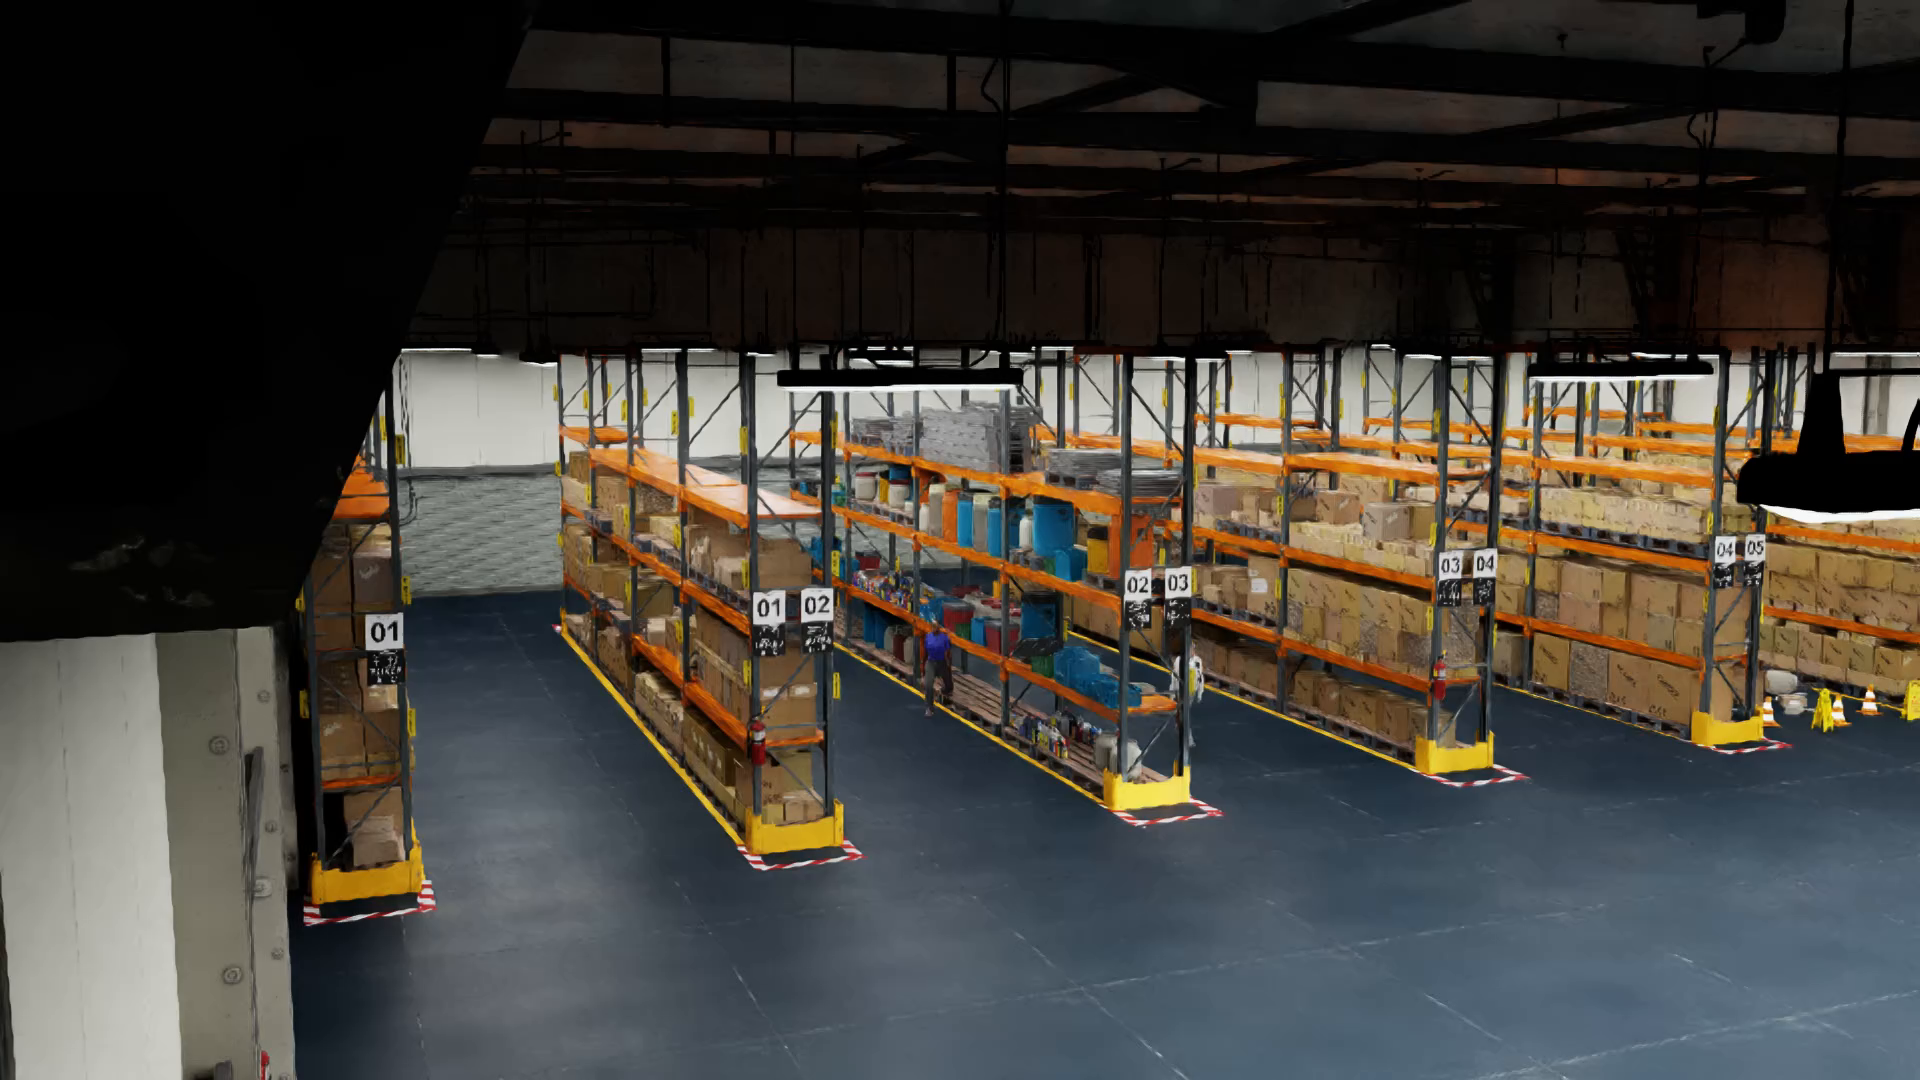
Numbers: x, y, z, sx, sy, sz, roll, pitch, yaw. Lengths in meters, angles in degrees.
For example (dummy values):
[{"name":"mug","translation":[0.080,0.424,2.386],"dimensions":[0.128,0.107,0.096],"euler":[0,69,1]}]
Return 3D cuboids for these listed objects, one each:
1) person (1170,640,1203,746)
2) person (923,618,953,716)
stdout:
[{"name":"person","translation":[3.504,2.290,25.468],"dimensions":[0.493,1.586,1.078],"euler":[-2,8,-19]},{"name":"person","translation":[-0.363,2.060,27.473],"dimensions":[0.509,1.579,0.946],"euler":[0,7,0]}]
